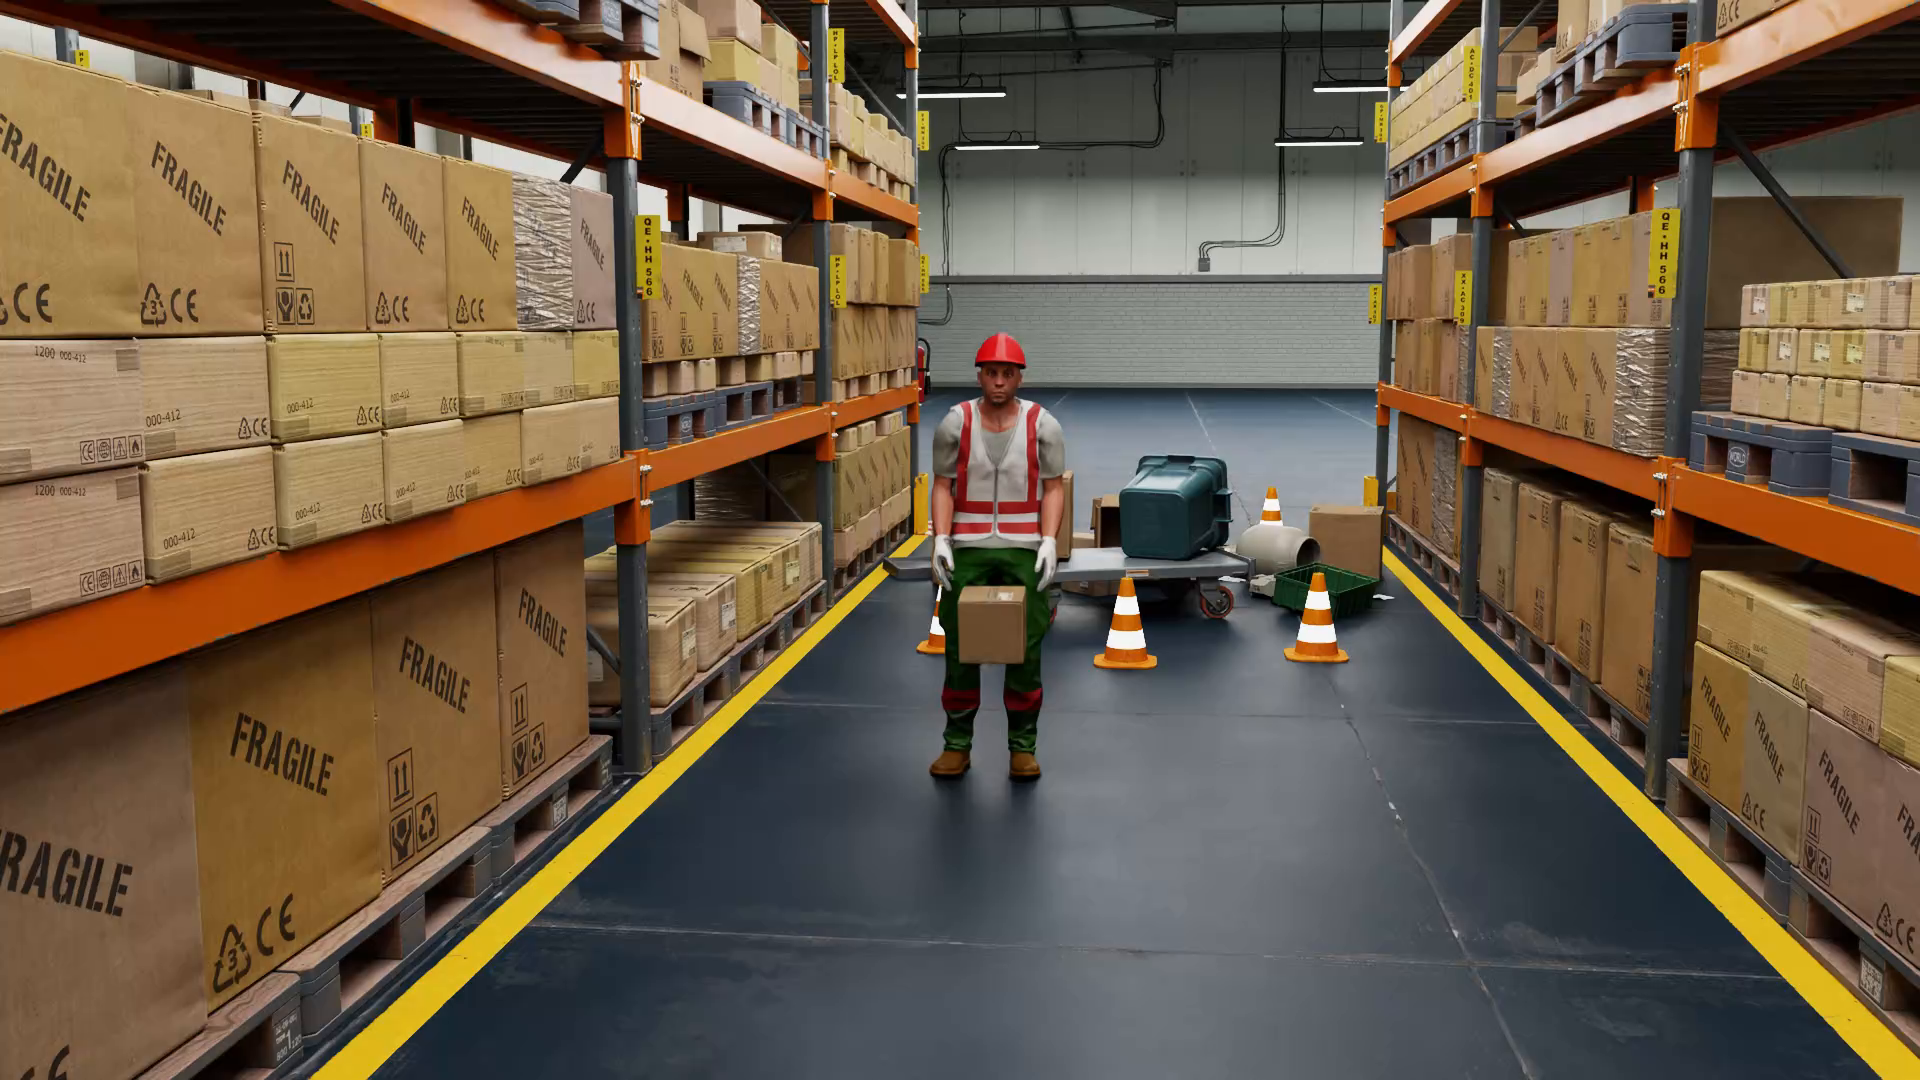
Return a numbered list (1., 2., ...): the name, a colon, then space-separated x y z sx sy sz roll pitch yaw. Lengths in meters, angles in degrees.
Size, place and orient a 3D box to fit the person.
1. person: 0.153 0.062 6.729 0.544 1.788 0.414 1 8 5
